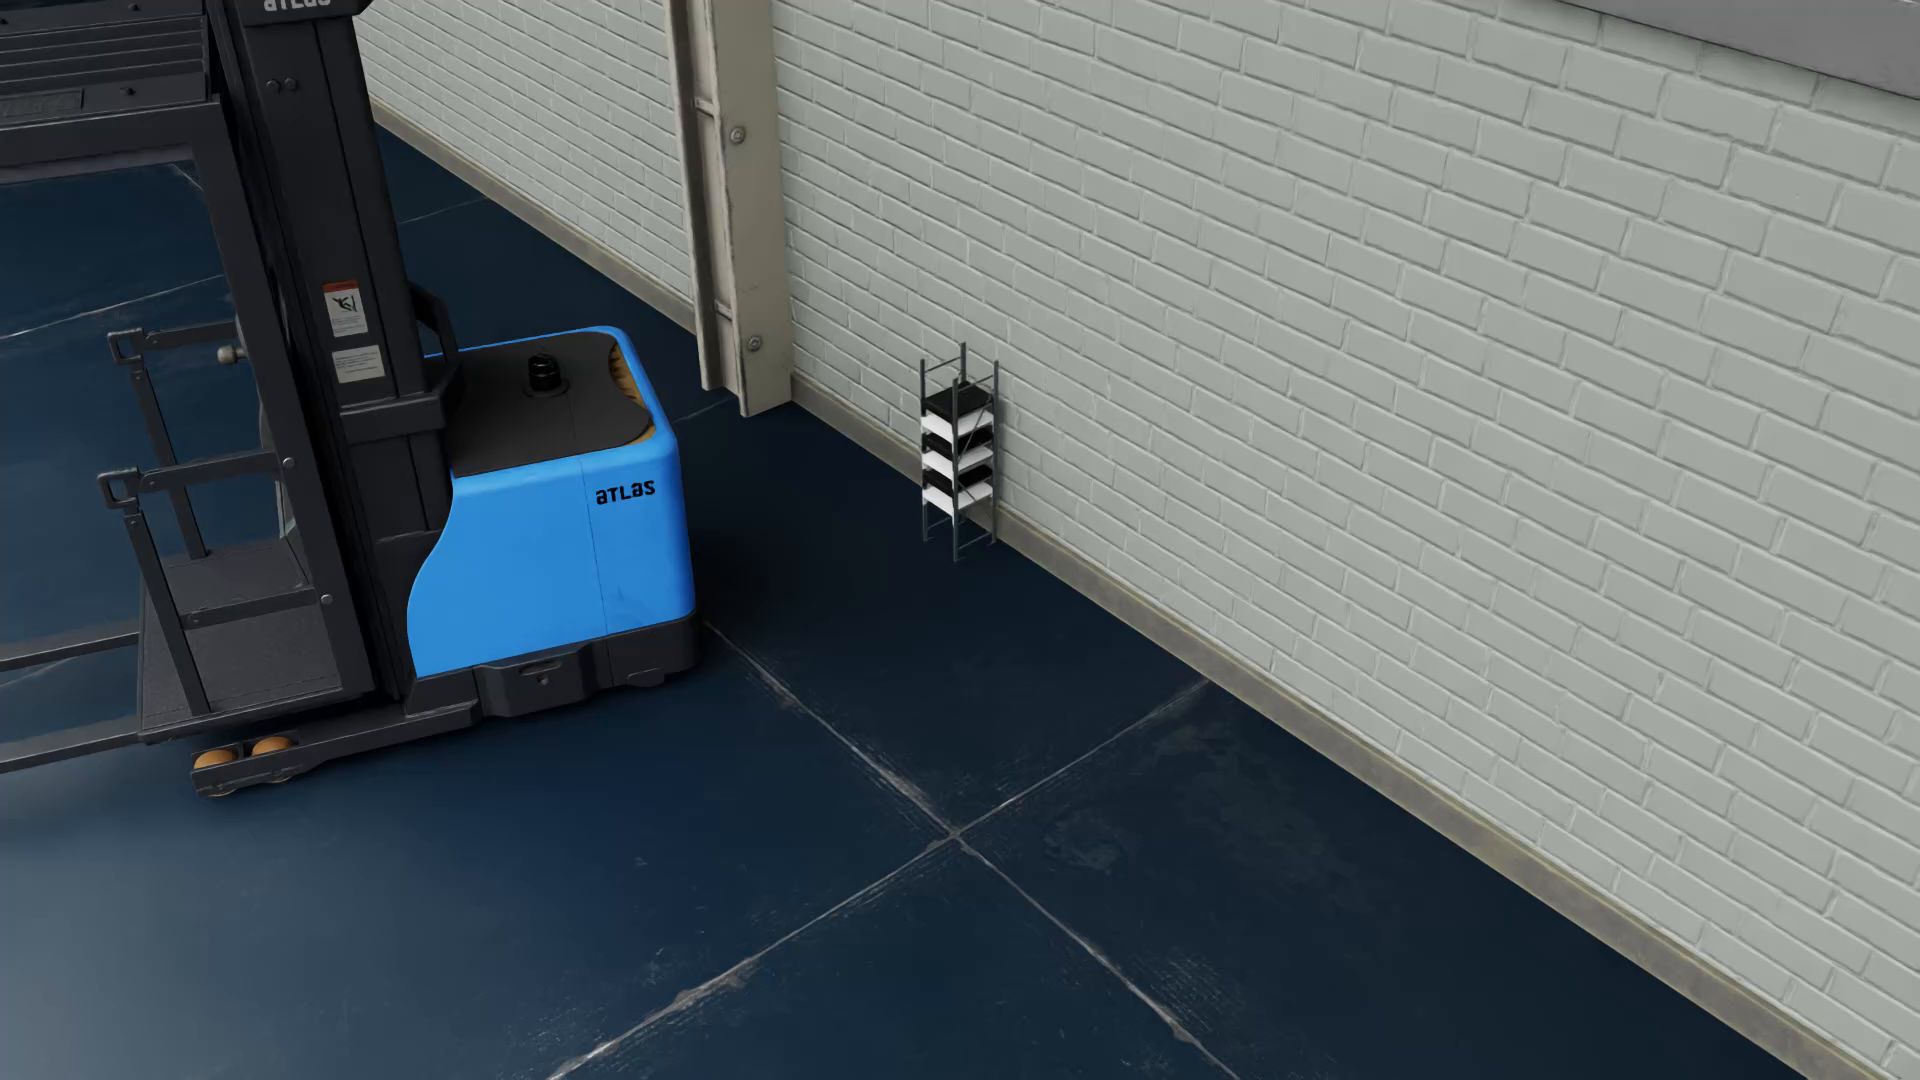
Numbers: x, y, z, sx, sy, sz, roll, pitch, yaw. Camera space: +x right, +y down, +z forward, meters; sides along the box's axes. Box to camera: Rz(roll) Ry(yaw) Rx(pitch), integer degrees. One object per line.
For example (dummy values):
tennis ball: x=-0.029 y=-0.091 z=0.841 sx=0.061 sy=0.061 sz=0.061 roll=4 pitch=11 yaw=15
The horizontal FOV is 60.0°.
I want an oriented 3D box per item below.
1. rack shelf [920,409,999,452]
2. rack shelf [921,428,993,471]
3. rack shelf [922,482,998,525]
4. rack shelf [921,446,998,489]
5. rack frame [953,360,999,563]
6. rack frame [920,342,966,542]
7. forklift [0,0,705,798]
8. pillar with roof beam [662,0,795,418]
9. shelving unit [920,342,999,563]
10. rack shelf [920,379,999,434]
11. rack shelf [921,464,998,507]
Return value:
rack shelf: x=-0.002 y=-0.479 z=6.893 sx=0.258 sy=0.077 sz=0.200 roll=-27 pitch=43 yaw=-32
rack shelf: x=-0.002 y=-0.406 z=6.945 sx=0.258 sy=0.077 sz=0.200 roll=-27 pitch=43 yaw=-32
rack shelf: x=-0.001 y=-0.186 z=7.102 sx=0.258 sy=0.077 sz=0.200 roll=-27 pitch=43 yaw=-32
rack shelf: x=-0.002 y=-0.332 z=6.998 sx=0.258 sy=0.077 sz=0.200 roll=-27 pitch=43 yaw=-32
rack frame: x=0.065 y=-0.315 z=6.915 sx=0.240 sy=0.900 sz=0.006 roll=-27 pitch=43 yaw=-32
rack frame: x=-0.068 y=-0.404 z=7.041 sx=0.240 sy=0.900 sz=0.006 roll=-27 pitch=43 yaw=-32
forklift: x=-2.567 y=-0.625 z=5.597 sx=3.031 sy=2.935 sz=1.130 roll=-13 pitch=37 yaw=-17
pillar with roof beam: x=-4.339 y=-2.804 z=3.423 sx=9.100 sy=9.000 sz=0.400 roll=-26 pitch=43 yaw=-32
shelving unit: x=-0.002 y=-0.360 z=6.978 sx=0.258 sy=0.900 sz=0.210 roll=-27 pitch=43 yaw=-32
rack shelf: x=-0.002 y=-0.552 z=6.841 sx=0.258 sy=0.077 sz=0.200 roll=-27 pitch=43 yaw=-32
rack shelf: x=-0.001 y=-0.259 z=7.050 sx=0.258 sy=0.077 sz=0.200 roll=-27 pitch=43 yaw=-32
